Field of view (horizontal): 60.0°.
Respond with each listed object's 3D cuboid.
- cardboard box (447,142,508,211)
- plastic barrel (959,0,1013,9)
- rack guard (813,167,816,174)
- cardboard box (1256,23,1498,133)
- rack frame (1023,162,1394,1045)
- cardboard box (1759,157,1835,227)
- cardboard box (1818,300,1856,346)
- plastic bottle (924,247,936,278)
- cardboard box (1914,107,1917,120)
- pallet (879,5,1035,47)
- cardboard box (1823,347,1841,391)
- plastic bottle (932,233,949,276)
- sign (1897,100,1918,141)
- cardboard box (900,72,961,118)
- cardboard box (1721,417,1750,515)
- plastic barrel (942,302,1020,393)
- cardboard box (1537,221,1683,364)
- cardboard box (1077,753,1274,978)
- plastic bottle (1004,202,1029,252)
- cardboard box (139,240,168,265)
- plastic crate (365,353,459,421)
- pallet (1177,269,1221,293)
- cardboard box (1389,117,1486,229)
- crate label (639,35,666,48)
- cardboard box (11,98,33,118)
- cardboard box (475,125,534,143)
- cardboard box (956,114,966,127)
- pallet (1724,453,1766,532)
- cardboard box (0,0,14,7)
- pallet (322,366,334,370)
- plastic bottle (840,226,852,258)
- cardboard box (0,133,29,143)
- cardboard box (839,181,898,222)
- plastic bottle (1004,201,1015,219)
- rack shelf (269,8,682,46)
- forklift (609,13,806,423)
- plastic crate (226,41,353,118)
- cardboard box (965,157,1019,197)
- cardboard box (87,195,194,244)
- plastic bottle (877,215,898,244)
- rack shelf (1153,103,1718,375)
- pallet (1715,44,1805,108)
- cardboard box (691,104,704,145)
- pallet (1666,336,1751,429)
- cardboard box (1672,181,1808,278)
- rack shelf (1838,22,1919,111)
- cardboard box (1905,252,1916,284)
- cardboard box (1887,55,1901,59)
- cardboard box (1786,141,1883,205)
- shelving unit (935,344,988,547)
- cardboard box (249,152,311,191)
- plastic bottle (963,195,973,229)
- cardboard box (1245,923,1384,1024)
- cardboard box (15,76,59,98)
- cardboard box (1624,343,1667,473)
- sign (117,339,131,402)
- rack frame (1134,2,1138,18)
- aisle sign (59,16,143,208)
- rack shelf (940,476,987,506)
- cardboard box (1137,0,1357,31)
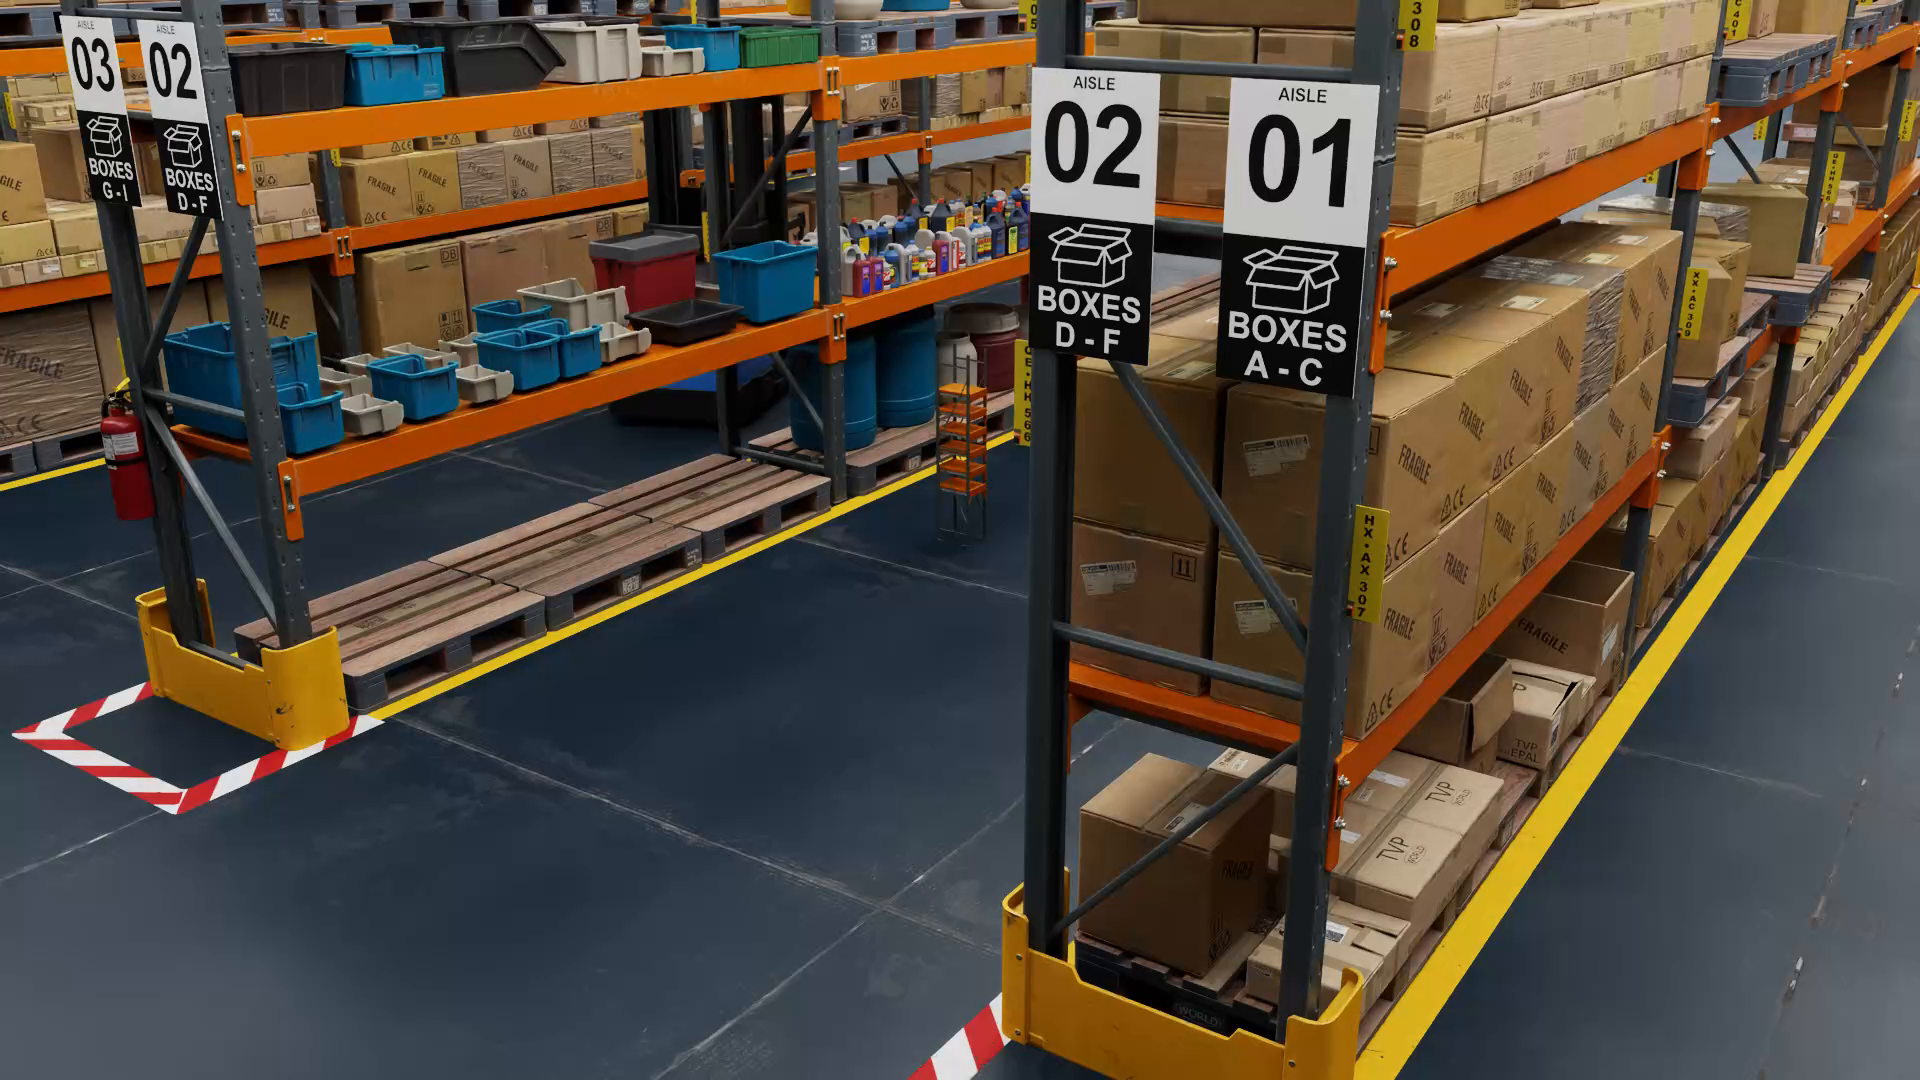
[{"bbox_3d":[-4.259,-3.131,14.263,0.500,0.500,0.500,13,24,31],"label":"cardboard box"},{"bbox_3d":[0.185,-4.025,11.697,0.433,0.535,0.433,0,20,0],"label":"plastic barrel"},{"bbox_3d":[-2.574,-5.987,25.731,1.175,0.500,0.348,13,24,32],"label":"rack guard"},{"bbox_3d":[1.158,-1.300,4.628,0.500,0.250,0.500,13,24,32],"label":"cardboard box"},{"bbox_3d":[0.654,0.367,4.948,1.000,3.000,0.127,13,24,32],"label":"rack frame"},{"bbox_3d":[6.659,-2.754,13.243,0.500,0.500,0.500,15,25,36],"label":"cardboard box"},{"bbox_3d":[6.840,-1.781,13.305,0.500,0.311,0.500,13,24,32],"label":"cardboard box"},{"bbox_3d":[-0.214,-1.902,11.368,0.097,0.201,0.097,0,20,0],"label":"plastic bottle"},{"bbox_3d":[8.865,-4.056,15.827,0.380,0.149,0.250,14,25,33],"label":"cardboard box"},{"bbox_3d":[-0.197,-3.636,11.719,1.003,0.211,1.213,13,24,32],"label":"pallet"},{"bbox_3d":[6.546,-1.370,13.004,0.500,0.250,0.500,14,24,33],"label":"cardboard box"},{"bbox_3d":[-0.134,-1.970,11.434,0.061,0.283,0.133,13,24,32],"label":"plastic bottle"},{"bbox_3d":[7.854,-3.479,13.791,0.100,0.325,0.005,13,24,32],"label":"sign"},{"bbox_3d":[-0.487,-5.312,19.730,0.875,0.500,0.500,13,24,32],"label":"cardboard box"},{"bbox_3d":[4.528,-0.499,10.260,0.500,0.500,0.500,12,24,30],"label":"cardboard box"},{"bbox_3d":[0.161,-1.493,12.849,0.600,0.588,0.708,13,24,32],"label":"plastic barrel"},{"bbox_3d":[2.833,-1.101,7.331,0.500,0.500,0.500,13,24,32],"label":"cardboard box"},{"bbox_3d":[0.756,1.129,5.857,0.500,0.500,0.500,13,24,32],"label":"cardboard box"},{"bbox_3d":[0.416,-2.307,12.250,0.144,0.351,0.185,13,24,32],"label":"plastic bottle"},{"bbox_3d":[-5.911,-2.075,11.914,0.380,0.149,0.250,13,24,31],"label":"cardboard box"},{"bbox_3d":[-2.659,-0.745,8.110,0.416,0.233,0.300,13,24,32],"label":"plastic crate"},{"bbox_3d":[2.896,-2.502,16.725,1.003,0.211,1.213,13,24,32],"label":"pallet"},{"bbox_3d":[1.153,-1.067,4.718,0.500,0.250,0.500,13,24,32],"label":"cardboard box"},{"bbox_3d":[-1.706,-2.947,9.963,0.293,0.136,0.466,13,24,32],"label":"crate label"},{"bbox_3d":[-9.269,-4.221,16.252,0.380,0.149,0.250,15,25,34],"label":"cardboard box"},{"bbox_3d":[-4.204,-3.792,14.602,0.797,0.503,0.637,14,25,34],"label":"cardboard box"},{"bbox_3d":[-0.152,-5.040,19.929,0.380,0.149,0.250,13,24,32],"label":"cardboard box"},{"bbox_3d":[4.700,-0.413,11.078,1.003,0.211,1.213,13,24,32],"label":"pallet"},{"bbox_3d":[-6.622,-3.719,10.777,0.700,0.500,0.500,11,23,28],"label":"cardboard box"},{"bbox_3d":[-5.780,-1.203,13.212,1.003,0.211,1.213,13,24,32],"label":"pallet"},{"bbox_3d":[-0.826,-2.024,11.483,0.144,0.351,0.185,13,24,32],"label":"plastic bottle"},{"bbox_3d":[-9.274,-3.941,16.353,0.380,0.149,0.250,13,24,31],"label":"cardboard box"},{"bbox_3d":[-1.154,-3.871,19.374,0.700,0.500,0.500,11,23,28],"label":"cardboard box"},{"bbox_3d":[0.400,-2.589,13.227,0.097,0.201,0.097,0,20,0],"label":"plastic bottle"},{"bbox_3d":[-4.164,-4.357,14.432,1.077,0.370,4.000,13,24,32],"label":"rack shelf"},{"bbox_3d":[-1.837,-2.725,13.408,1.130,2.935,3.031,5,21,13],"label":"forklift"},{"bbox_3d":[-2.993,-2.001,7.217,0.497,0.269,0.590,13,24,32],"label":"plastic crate"},{"bbox_3d":[0.417,-4.651,21.513,0.500,0.500,0.500,16,26,37],"label":"cardboard box"},{"bbox_3d":[-5.895,-2.309,11.972,0.500,0.250,0.500,14,24,33],"label":"cardboard box"},{"bbox_3d":[-0.543,-2.220,12.122,0.152,0.276,0.135,13,24,32],"label":"plastic bottle"},{"bbox_3d":[1.778,-1.276,6.104,1.077,0.370,4.000,13,24,32],"label":"rack shelf"},{"bbox_3d":[3.327,-2.272,8.032,1.213,0.211,1.003,13,24,32],"label":"pallet"},{"bbox_3d":[-2.769,-4.268,16.729,0.500,0.500,0.500,10,23,25],"label":"cardboard box"},{"bbox_3d":[3.442,-0.898,8.646,1.003,0.211,1.213,13,24,32],"label":"pallet"},{"bbox_3d":[4.890,-1.969,10.515,0.700,0.500,0.500,5,21,14],"label":"cardboard box"},{"bbox_3d":[6.276,-3.571,12.309,1.077,0.370,4.000,13,24,32],"label":"rack shelf"},{"bbox_3d":[9.320,-2.773,16.797,0.500,0.250,0.500,13,24,32],"label":"cardboard box"},{"bbox_3d":[8.209,-4.148,15.142,0.700,0.500,0.500,13,24,32],"label":"cardboard box"},{"bbox_3d":[7.644,-3.251,14.586,0.700,0.500,0.500,13,24,30],"label":"cardboard box"},{"bbox_3d":[0.008,-0.567,10.068,0.258,1.200,0.189,13,24,32],"label":"shelving unit"},{"bbox_3d":[-5.325,-2.950,12.623,0.500,0.500,0.500,14,25,33],"label":"cardboard box"},{"bbox_3d":[0.043,-2.551,13.005,0.061,0.283,0.133,13,24,32],"label":"plastic bottle"},{"bbox_3d":[1.174,1.445,5.510,0.380,0.149,0.250,13,24,32],"label":"cardboard box"},{"bbox_3d":[-11.583,-5.621,20.634,0.500,0.250,0.500,13,24,30],"label":"cardboard box"},{"bbox_3d":[2.834,-0.634,7.510,0.500,0.500,0.500,14,24,33],"label":"cardboard box"},{"bbox_3d":[-3.904,-0.779,7.812,0.100,0.325,0.005,13,24,32],"label":"sign"},{"bbox_3d":[1.057,-2.895,13.768,1.000,3.000,0.127,13,24,32],"label":"rack frame"},{"bbox_3d":[-3.723,-1.855,7.210,0.394,0.787,0.004,13,24,32],"label":"aisle sign"},{"bbox_3d":[0.008,-0.300,10.167,0.258,0.103,0.180,13,24,32],"label":"rack shelf"},{"bbox_3d":[0.929,-1.706,4.644,0.700,0.500,0.500,13,24,32],"label":"cardboard box"}]
